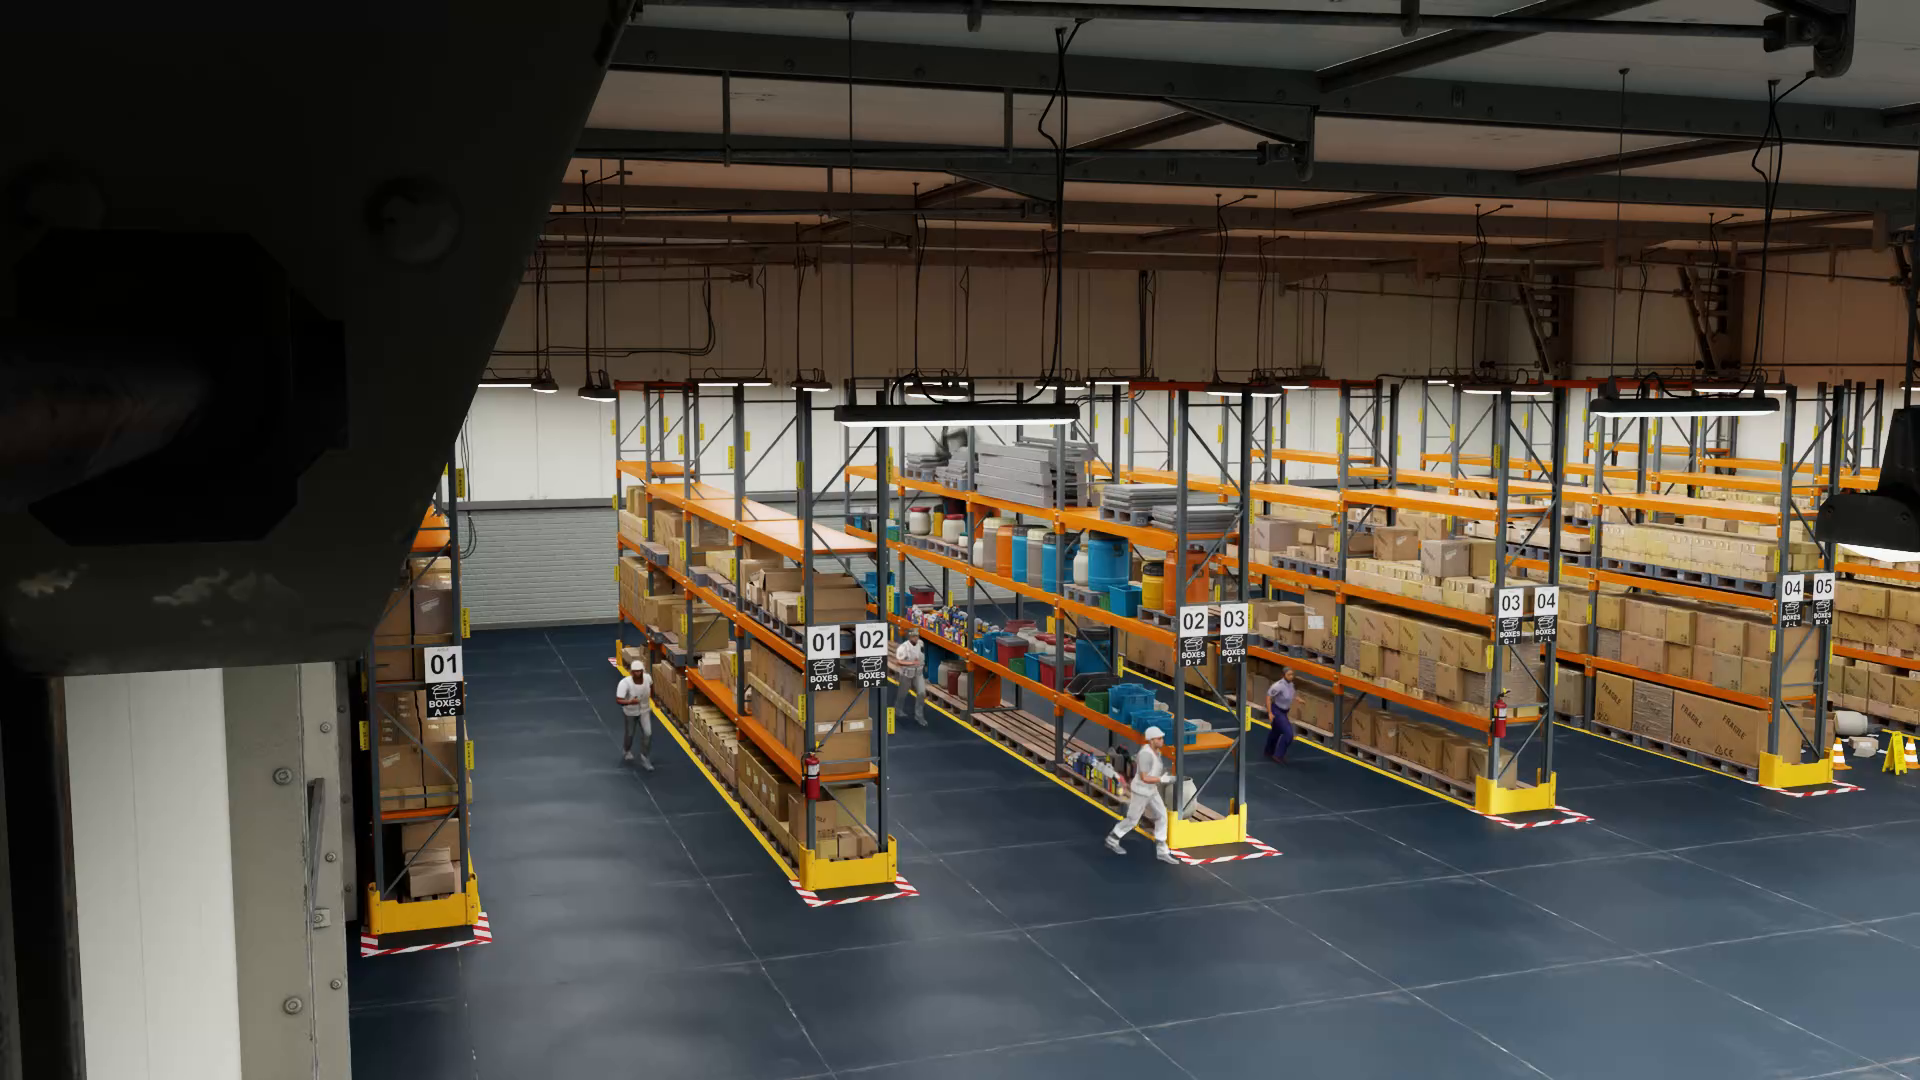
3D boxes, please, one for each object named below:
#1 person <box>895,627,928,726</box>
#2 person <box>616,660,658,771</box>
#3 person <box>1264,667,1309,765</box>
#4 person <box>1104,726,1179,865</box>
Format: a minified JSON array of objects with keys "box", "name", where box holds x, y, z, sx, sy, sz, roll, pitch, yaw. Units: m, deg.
[{"box":[-0.863,2.376,29.376,0.670,1.759,0.998,-3,7,-24],"name":"person"},{"box":[-5.068,2.717,26.089,0.711,1.734,0.984,-3,7,-25],"name":"person"},{"box":[5.163,2.792,26.476,0.764,1.621,0.644,3,7,29],"name":"person"},{"box":[2.323,3.220,21.121,1.007,1.777,0.701,3,7,28],"name":"person"}]
